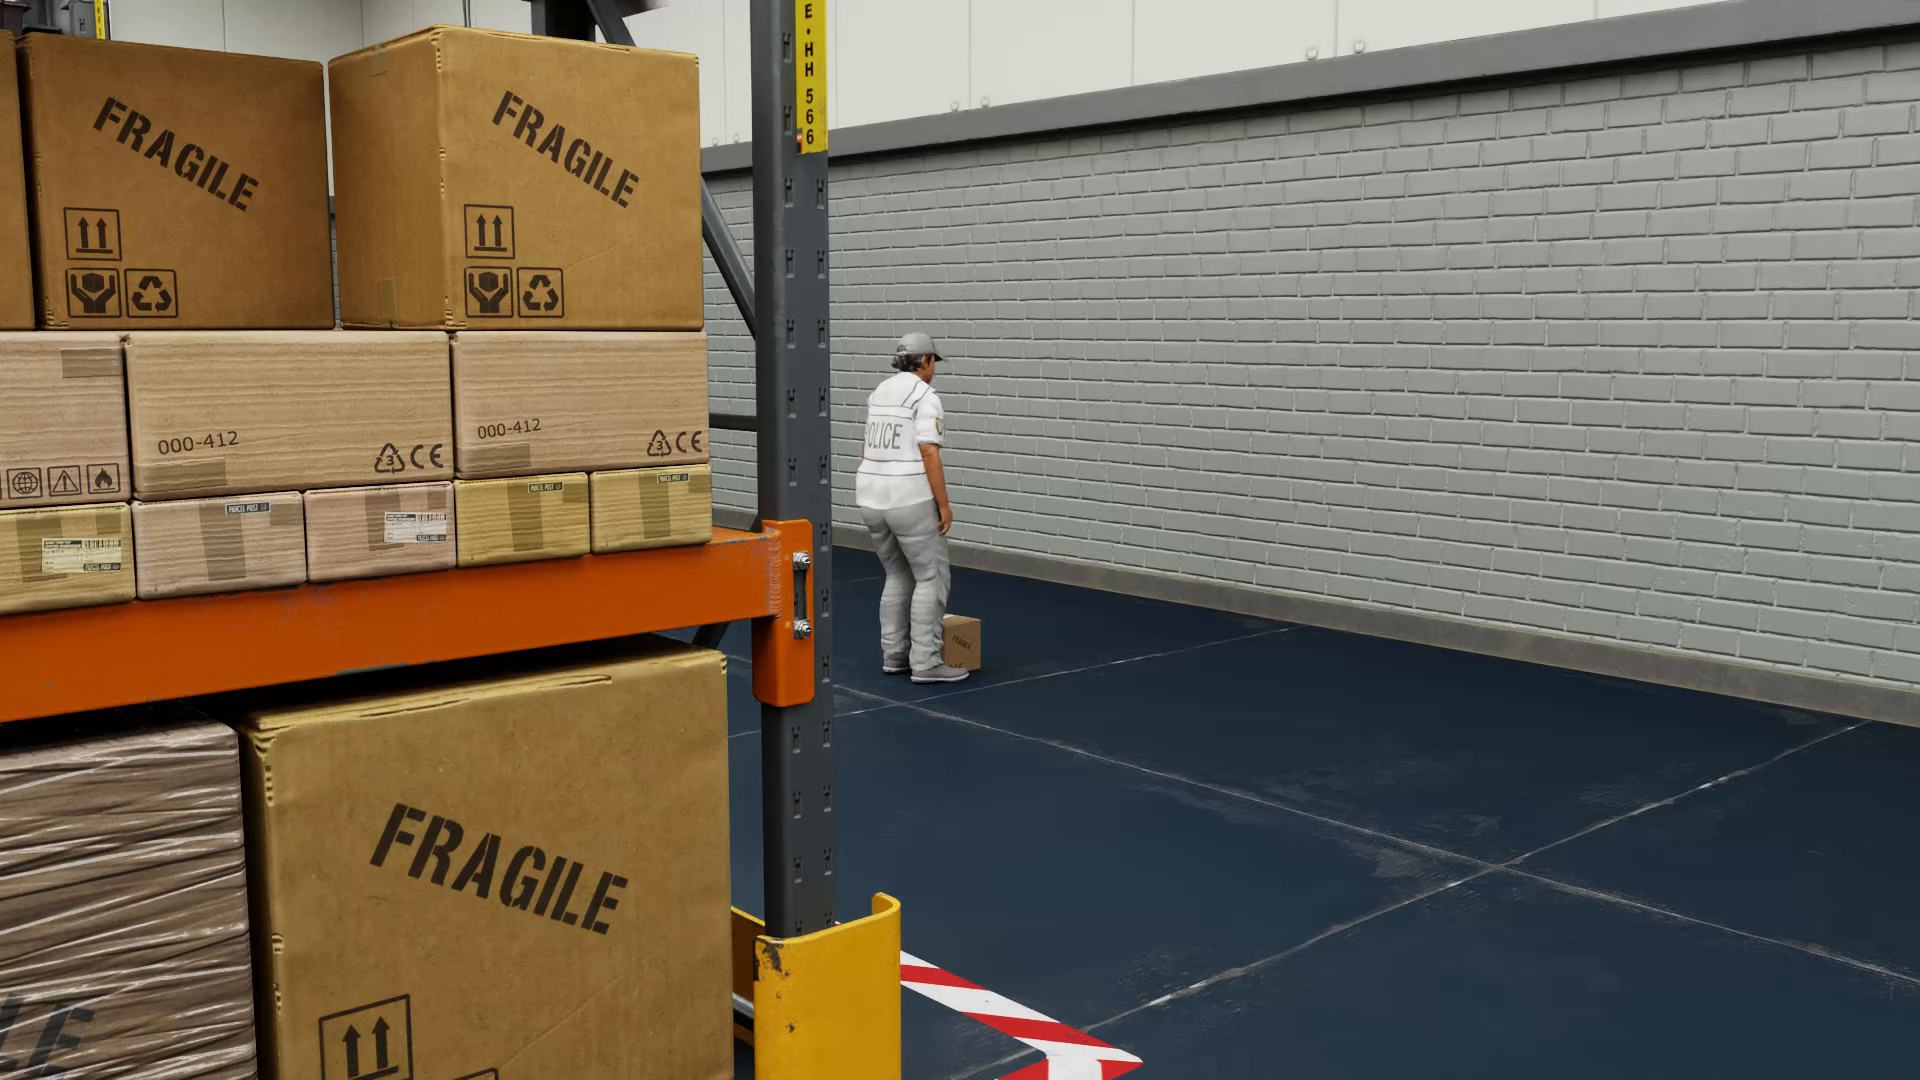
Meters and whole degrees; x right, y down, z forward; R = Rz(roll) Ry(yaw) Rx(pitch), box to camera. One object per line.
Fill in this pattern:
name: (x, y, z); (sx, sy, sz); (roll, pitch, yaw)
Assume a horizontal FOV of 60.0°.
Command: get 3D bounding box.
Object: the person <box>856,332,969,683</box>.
person: (-0.232, -0.165, 8.014); (0.473, 1.666, 0.548); (-7, 10, -42)
